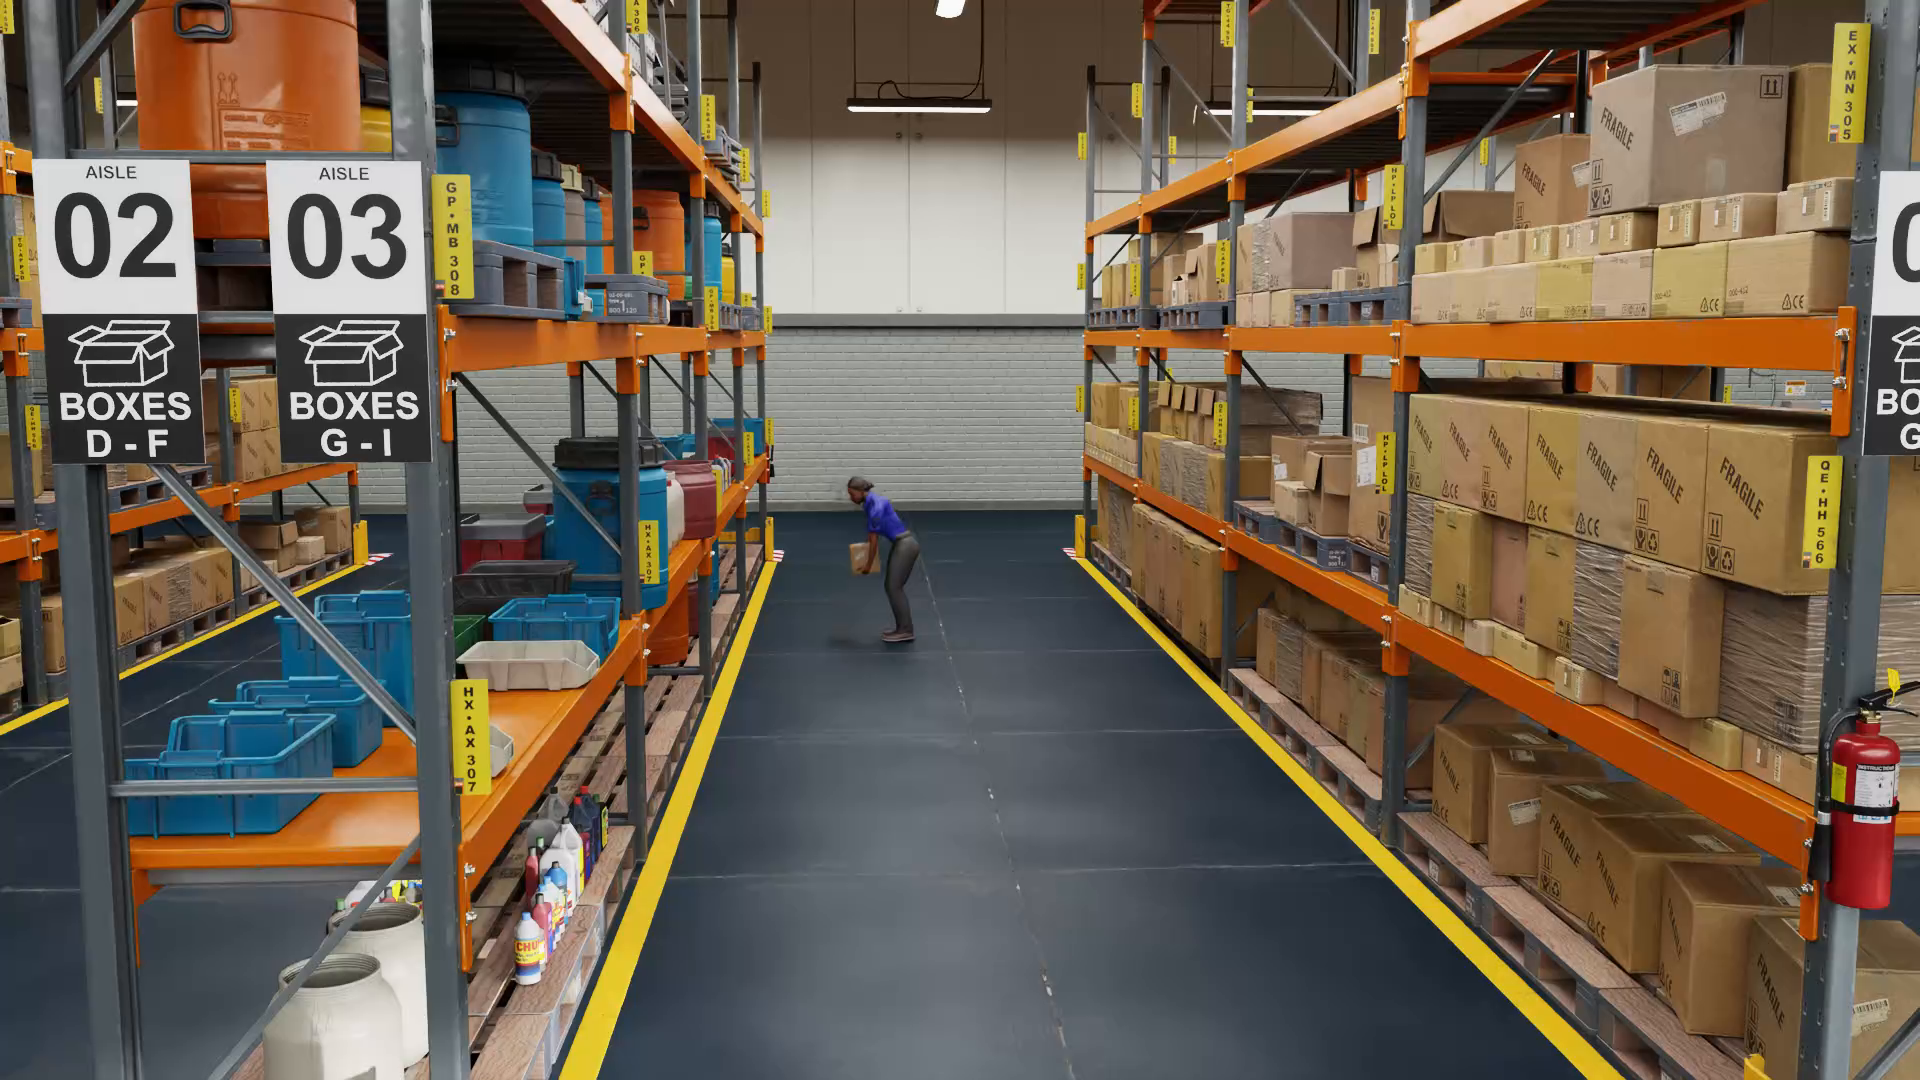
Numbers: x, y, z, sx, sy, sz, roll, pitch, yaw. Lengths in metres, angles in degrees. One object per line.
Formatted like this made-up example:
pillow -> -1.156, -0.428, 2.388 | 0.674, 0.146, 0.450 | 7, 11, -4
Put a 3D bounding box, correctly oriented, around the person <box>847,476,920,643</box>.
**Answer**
person -> -0.693, 0.167, 15.091 | 0.656, 1.502, 0.409 | -1, 7, -5
